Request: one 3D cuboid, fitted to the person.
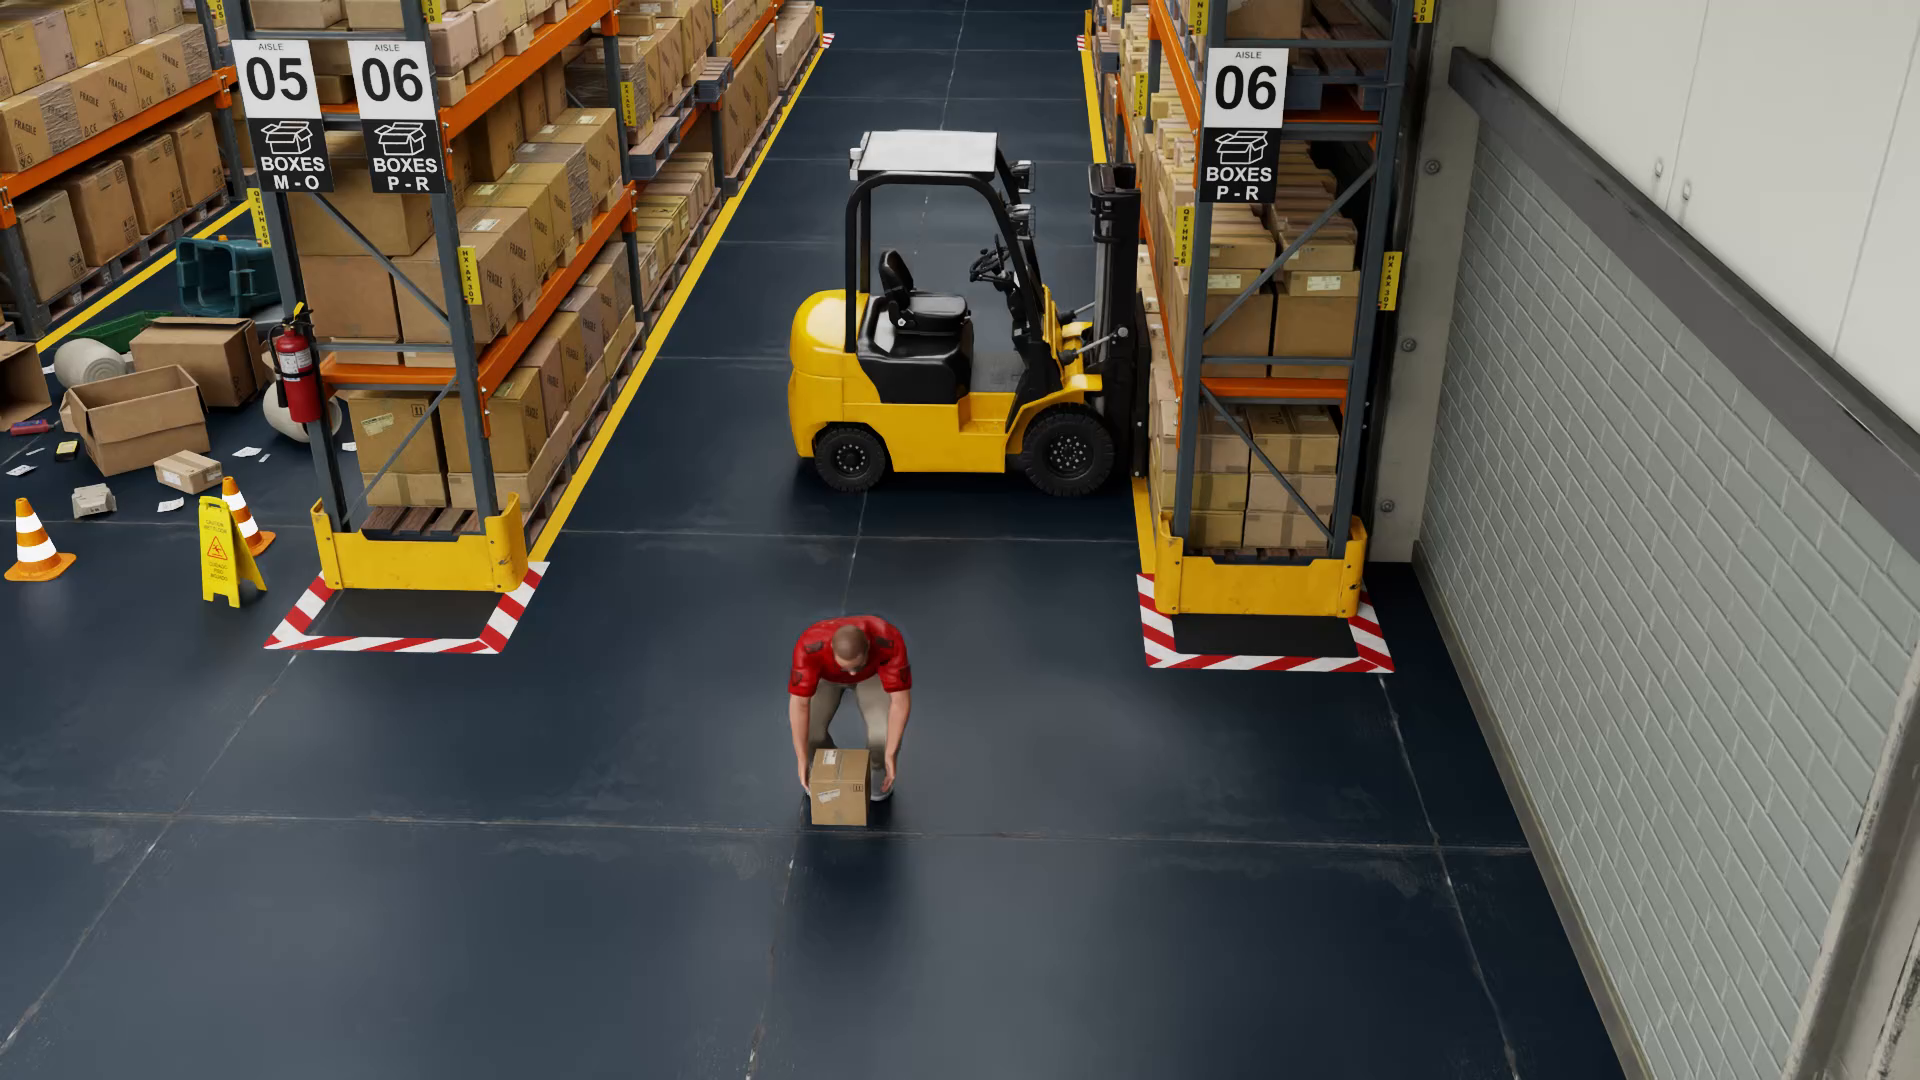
[{"bbox_3d":[-0.505,0.740,7.881,0.577,1.130,0.821,1,28,2],"label":"person"}]
